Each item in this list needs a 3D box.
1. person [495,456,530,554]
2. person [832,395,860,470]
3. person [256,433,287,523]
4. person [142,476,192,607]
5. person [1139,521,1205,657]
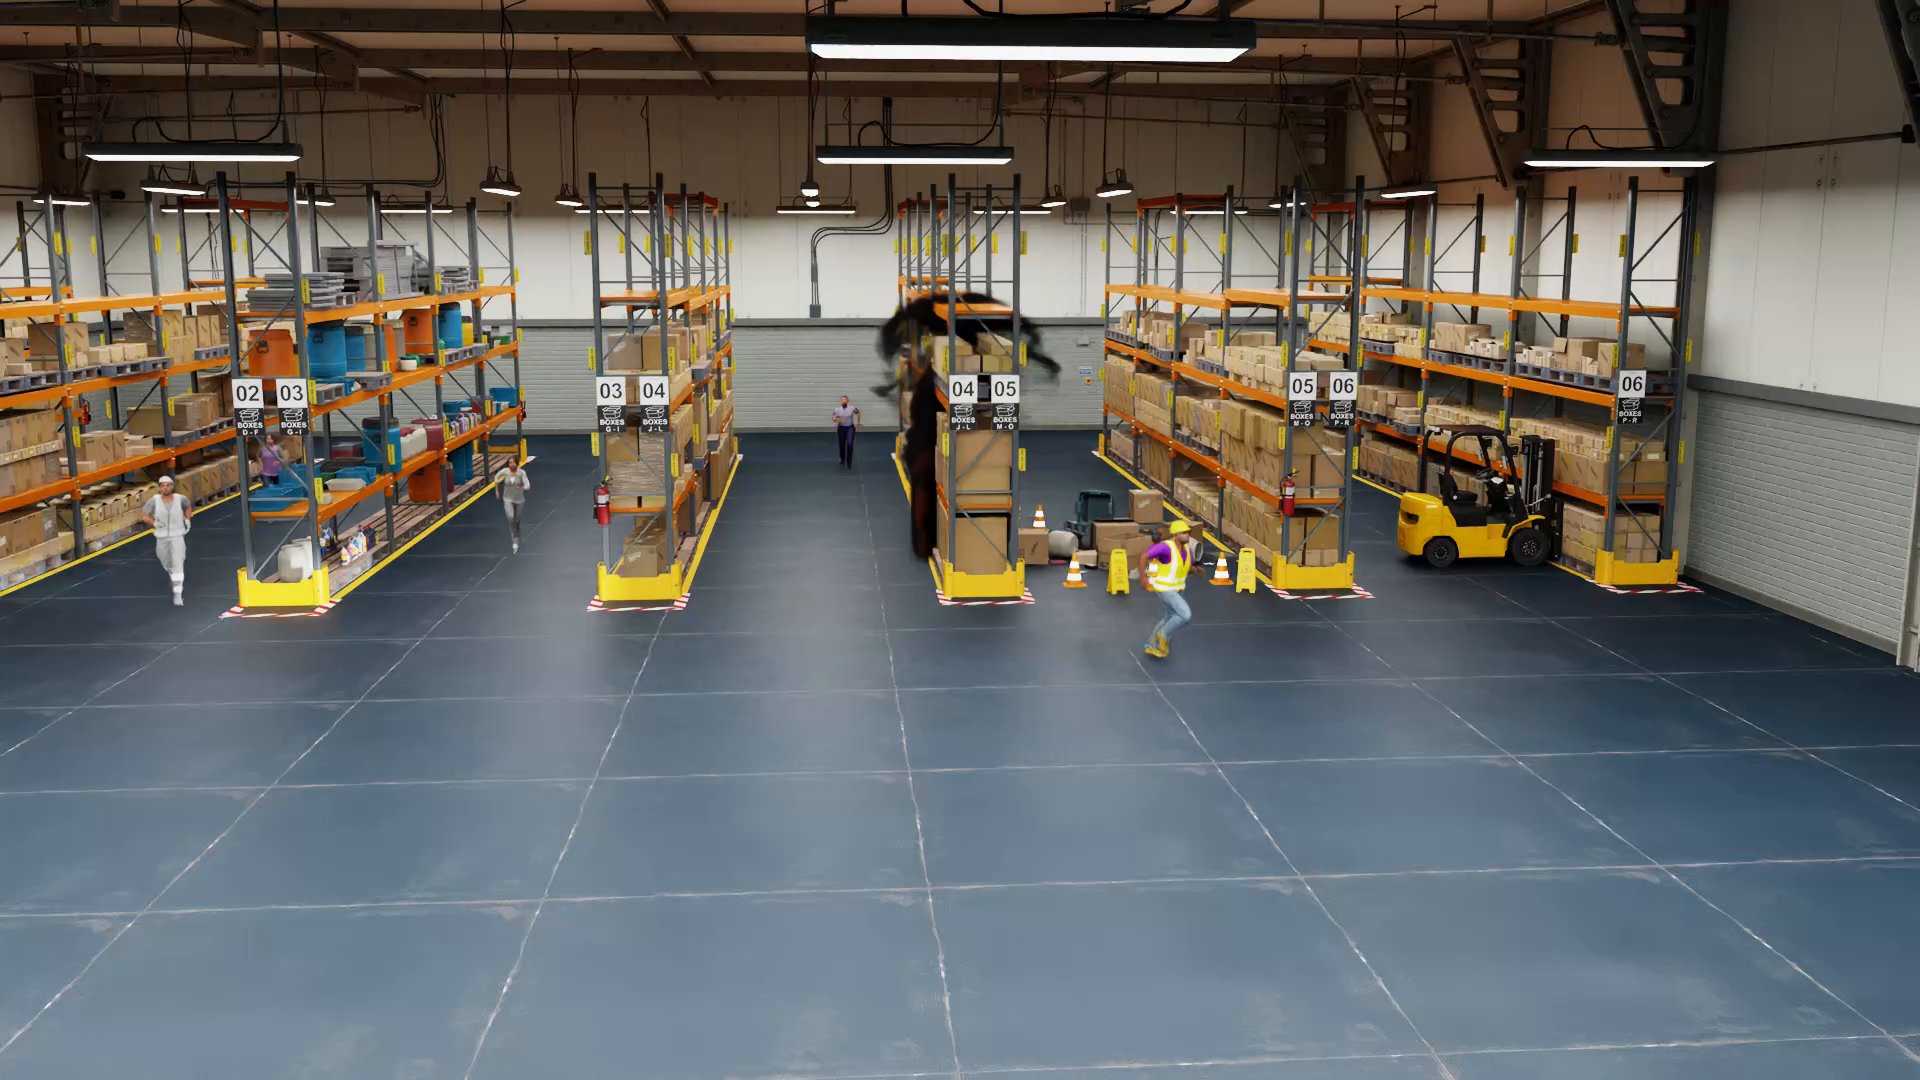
[{"bbox_3d":[-7.411,-0.612,27.599,0.555,1.615,0.789,-3,10,-16],"label":"person"},{"bbox_3d":[-2.588,-2.455,37.934,0.612,1.698,0.878,0,10,3],"label":"person"},{"bbox_3d":[-12.697,-1.179,30.710,0.539,1.613,0.871,-3,10,-17],"label":"person"},{"bbox_3d":[-11.307,-0.029,23.753,0.621,1.801,1.142,-3,11,-18],"label":"person"},{"bbox_3d":[2.594,0.612,20.206,0.745,1.707,0.744,9,13,41],"label":"person"}]
